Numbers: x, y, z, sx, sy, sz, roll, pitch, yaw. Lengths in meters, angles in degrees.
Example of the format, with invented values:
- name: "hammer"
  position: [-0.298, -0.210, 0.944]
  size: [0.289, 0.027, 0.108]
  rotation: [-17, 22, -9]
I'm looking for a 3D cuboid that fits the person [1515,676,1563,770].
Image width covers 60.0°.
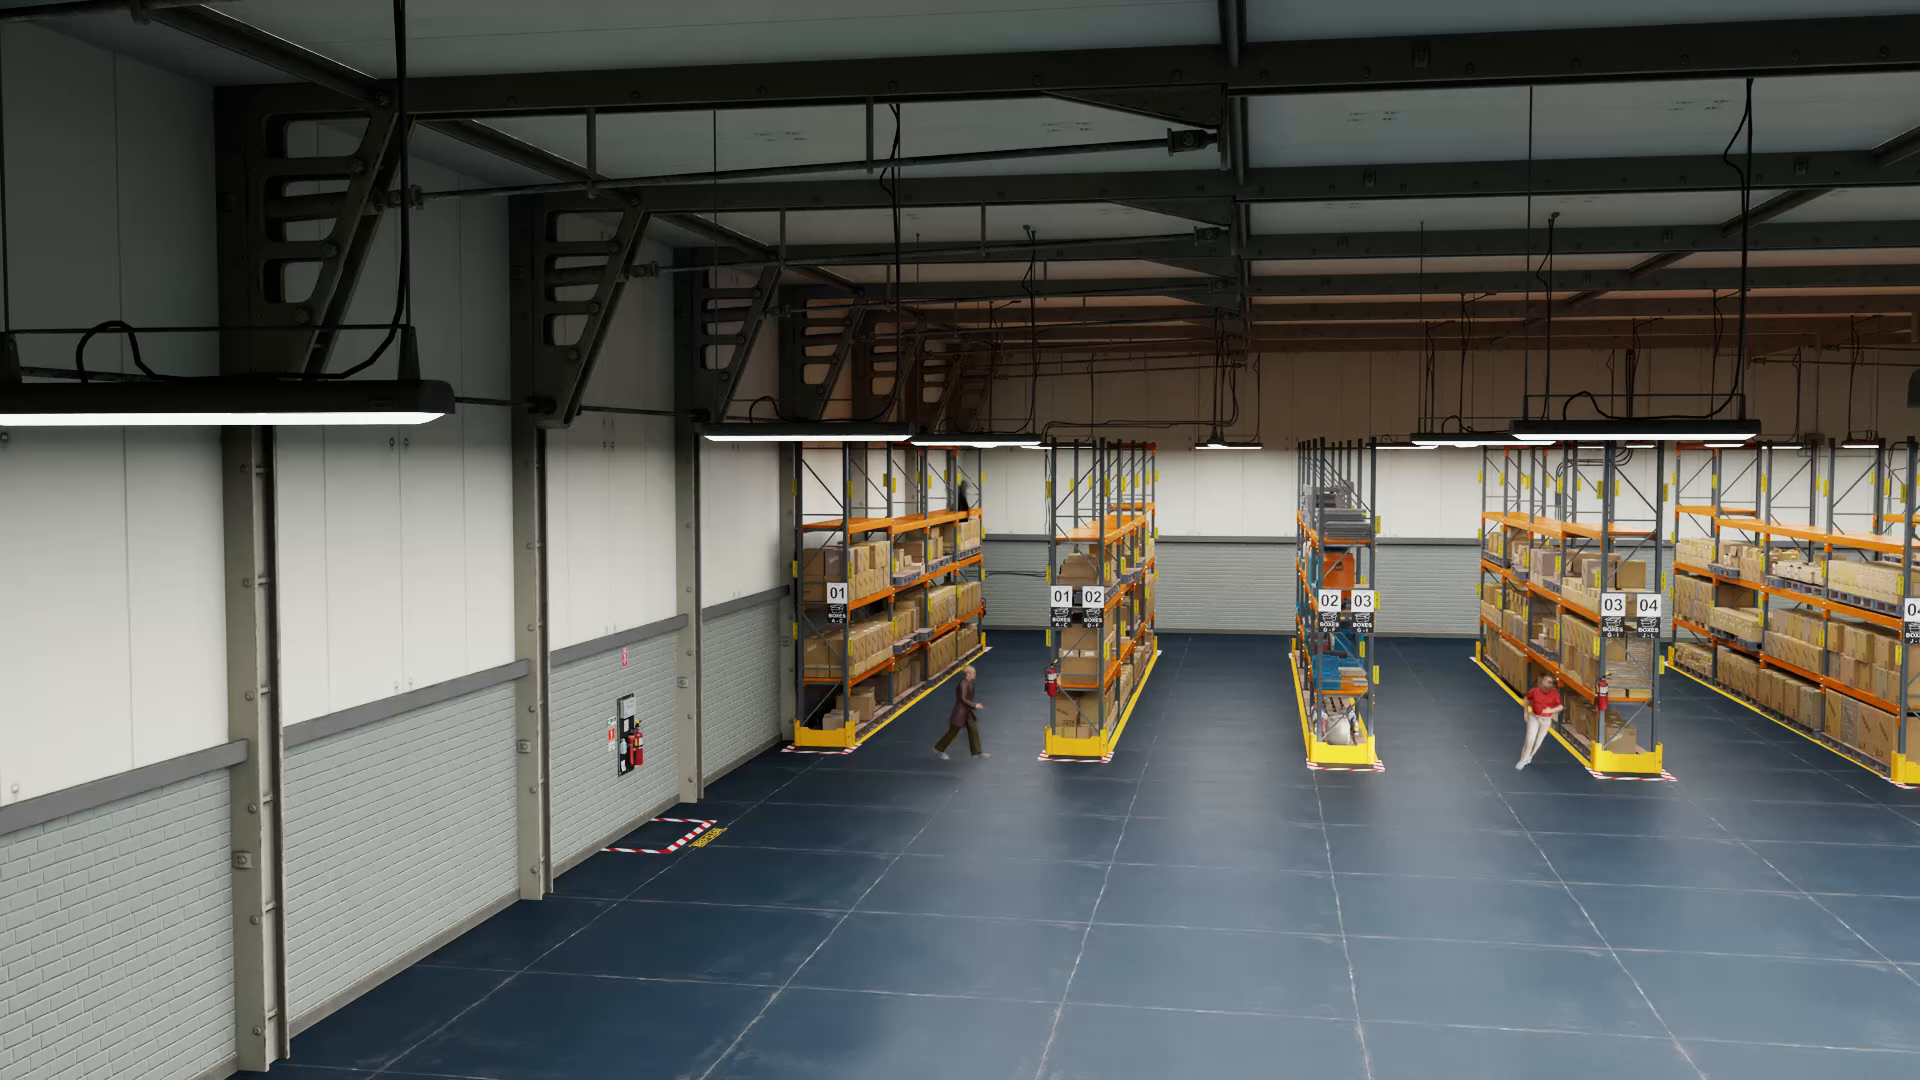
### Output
- name: "person"
  position: [10.476, 3.287, 30.185]
  size: [0.844, 1.688, 0.759]
  rotation: [0, 3, 8]

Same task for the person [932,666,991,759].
- name: "person"
  position: [0.021, 3.196, 30.627]
  size: [1.098, 1.724, 0.660]
  rotation: [1, 3, 18]
